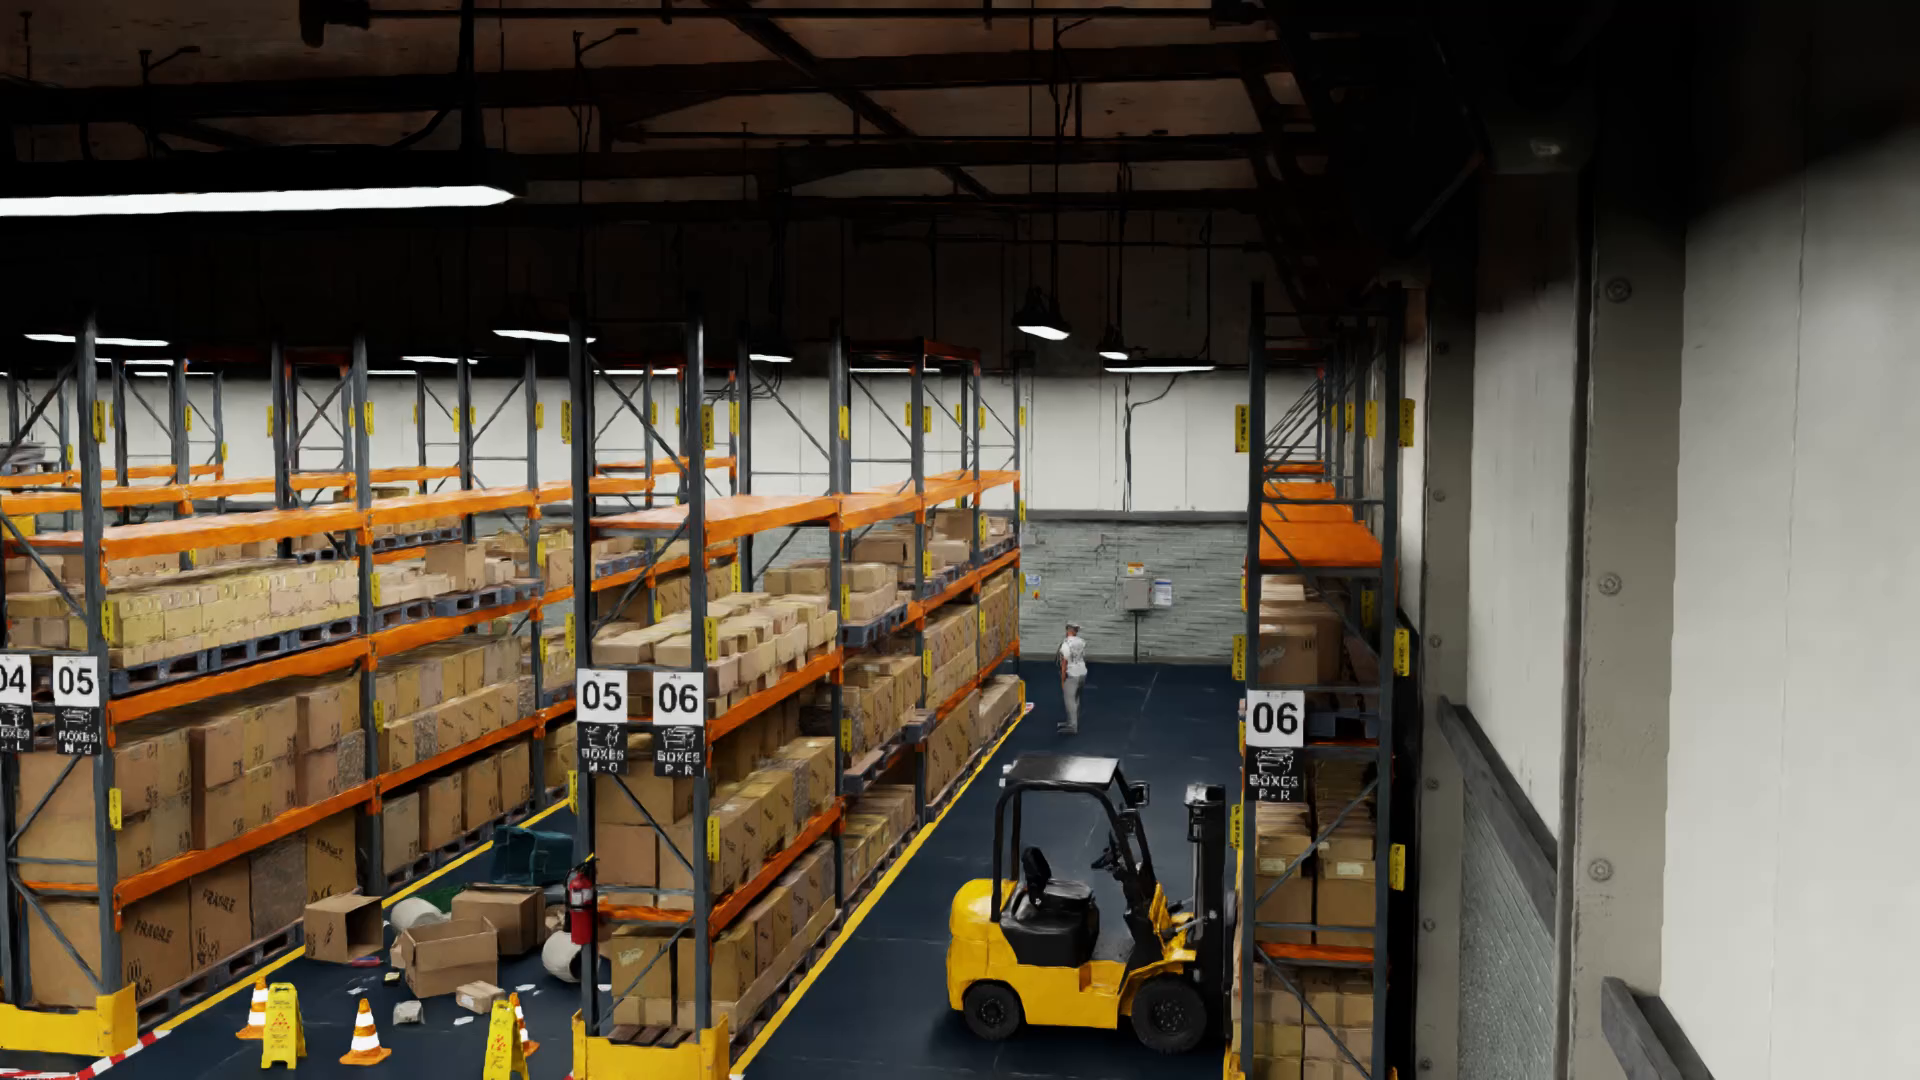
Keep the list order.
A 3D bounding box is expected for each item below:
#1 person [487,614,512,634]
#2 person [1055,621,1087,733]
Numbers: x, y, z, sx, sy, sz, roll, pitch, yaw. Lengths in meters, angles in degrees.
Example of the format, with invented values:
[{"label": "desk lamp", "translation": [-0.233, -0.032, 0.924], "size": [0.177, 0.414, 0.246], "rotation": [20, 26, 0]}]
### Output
[{"label": "person", "translation": [-8.579, 1.835, 31.061], "size": [0.535, 1.659, 0.541], "rotation": [-4, 6, -38]}, {"label": "person", "translation": [1.725, 2.160, 26.339], "size": [0.495, 1.759, 0.588], "rotation": [4, 6, 40]}]
